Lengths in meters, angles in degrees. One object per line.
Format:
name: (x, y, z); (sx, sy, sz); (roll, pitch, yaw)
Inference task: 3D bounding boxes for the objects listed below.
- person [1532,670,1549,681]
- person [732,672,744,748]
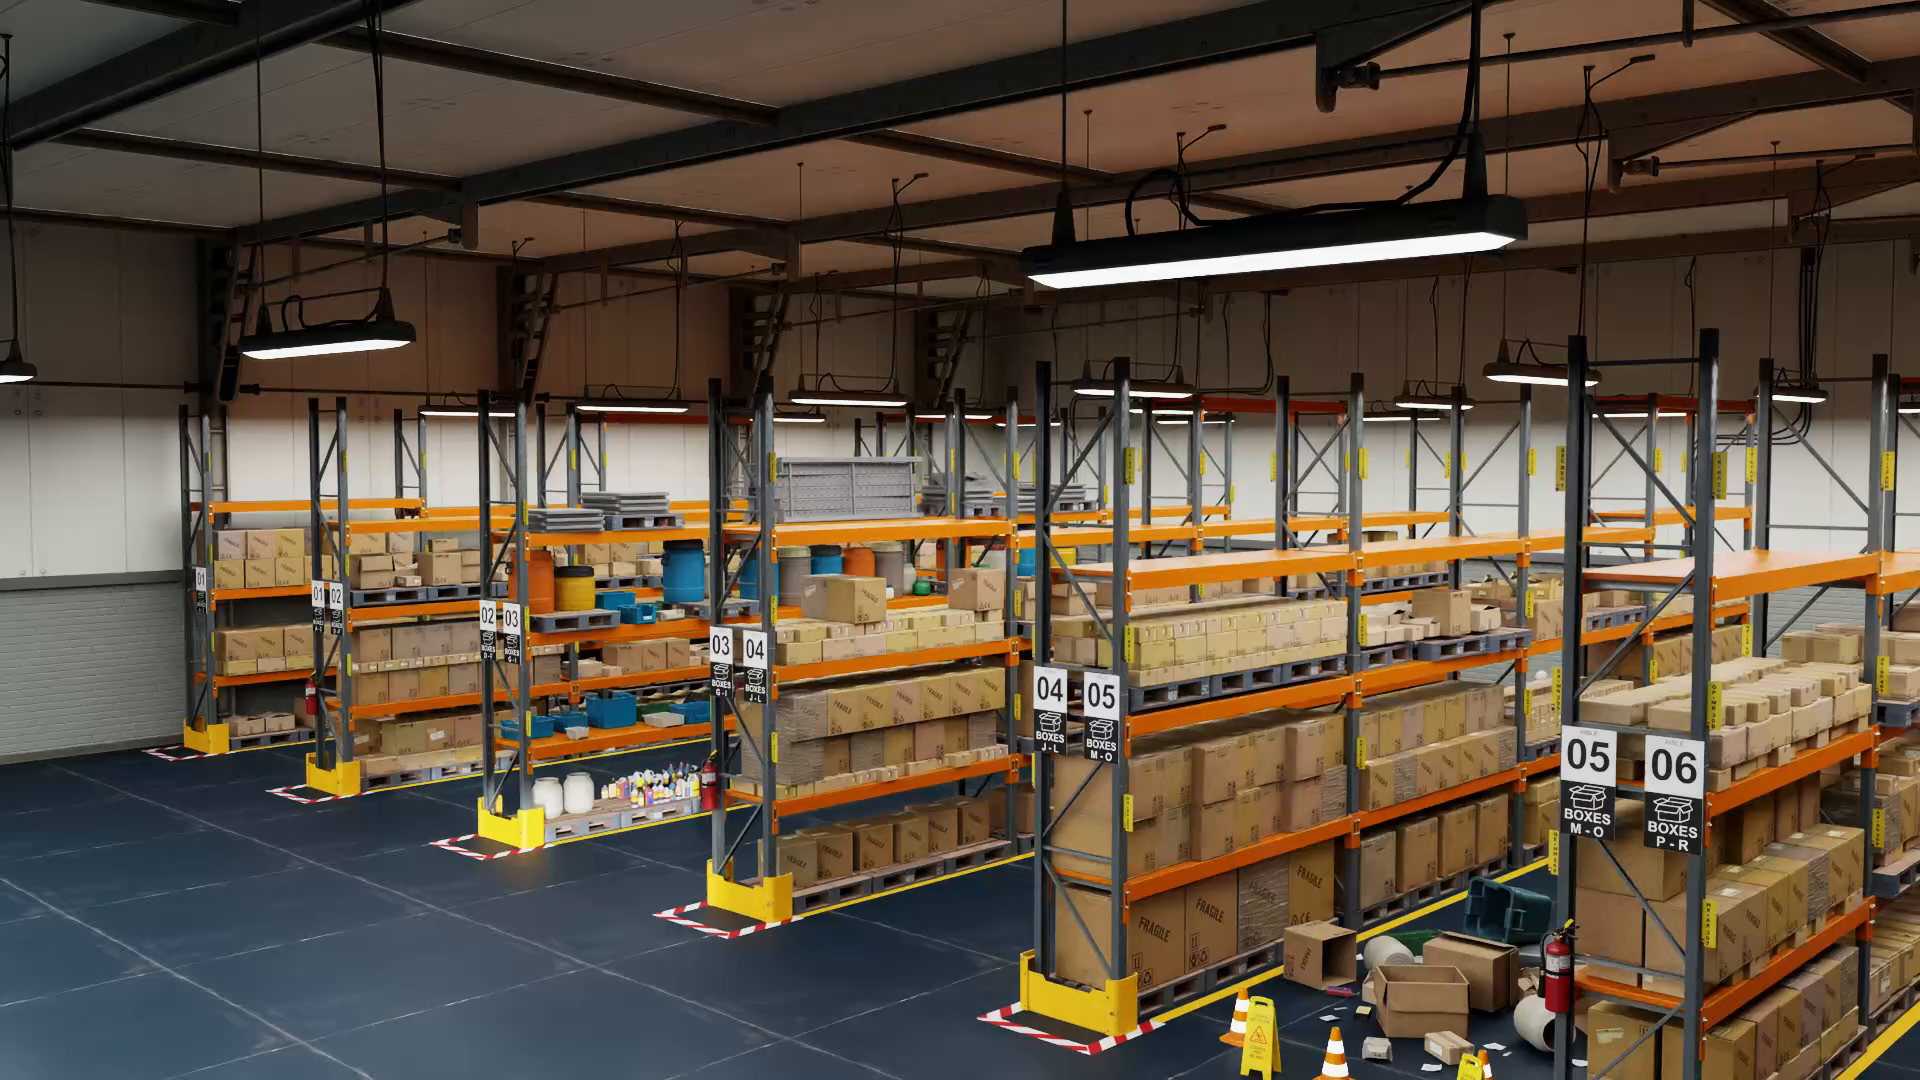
person: (8.984, 2.903, 25.779); (0.397, 1.784, 0.689); (1, 3, 21)
person: (-3.790, 2.746, 29.111); (0.461, 1.784, 0.571); (1, 3, 16)
